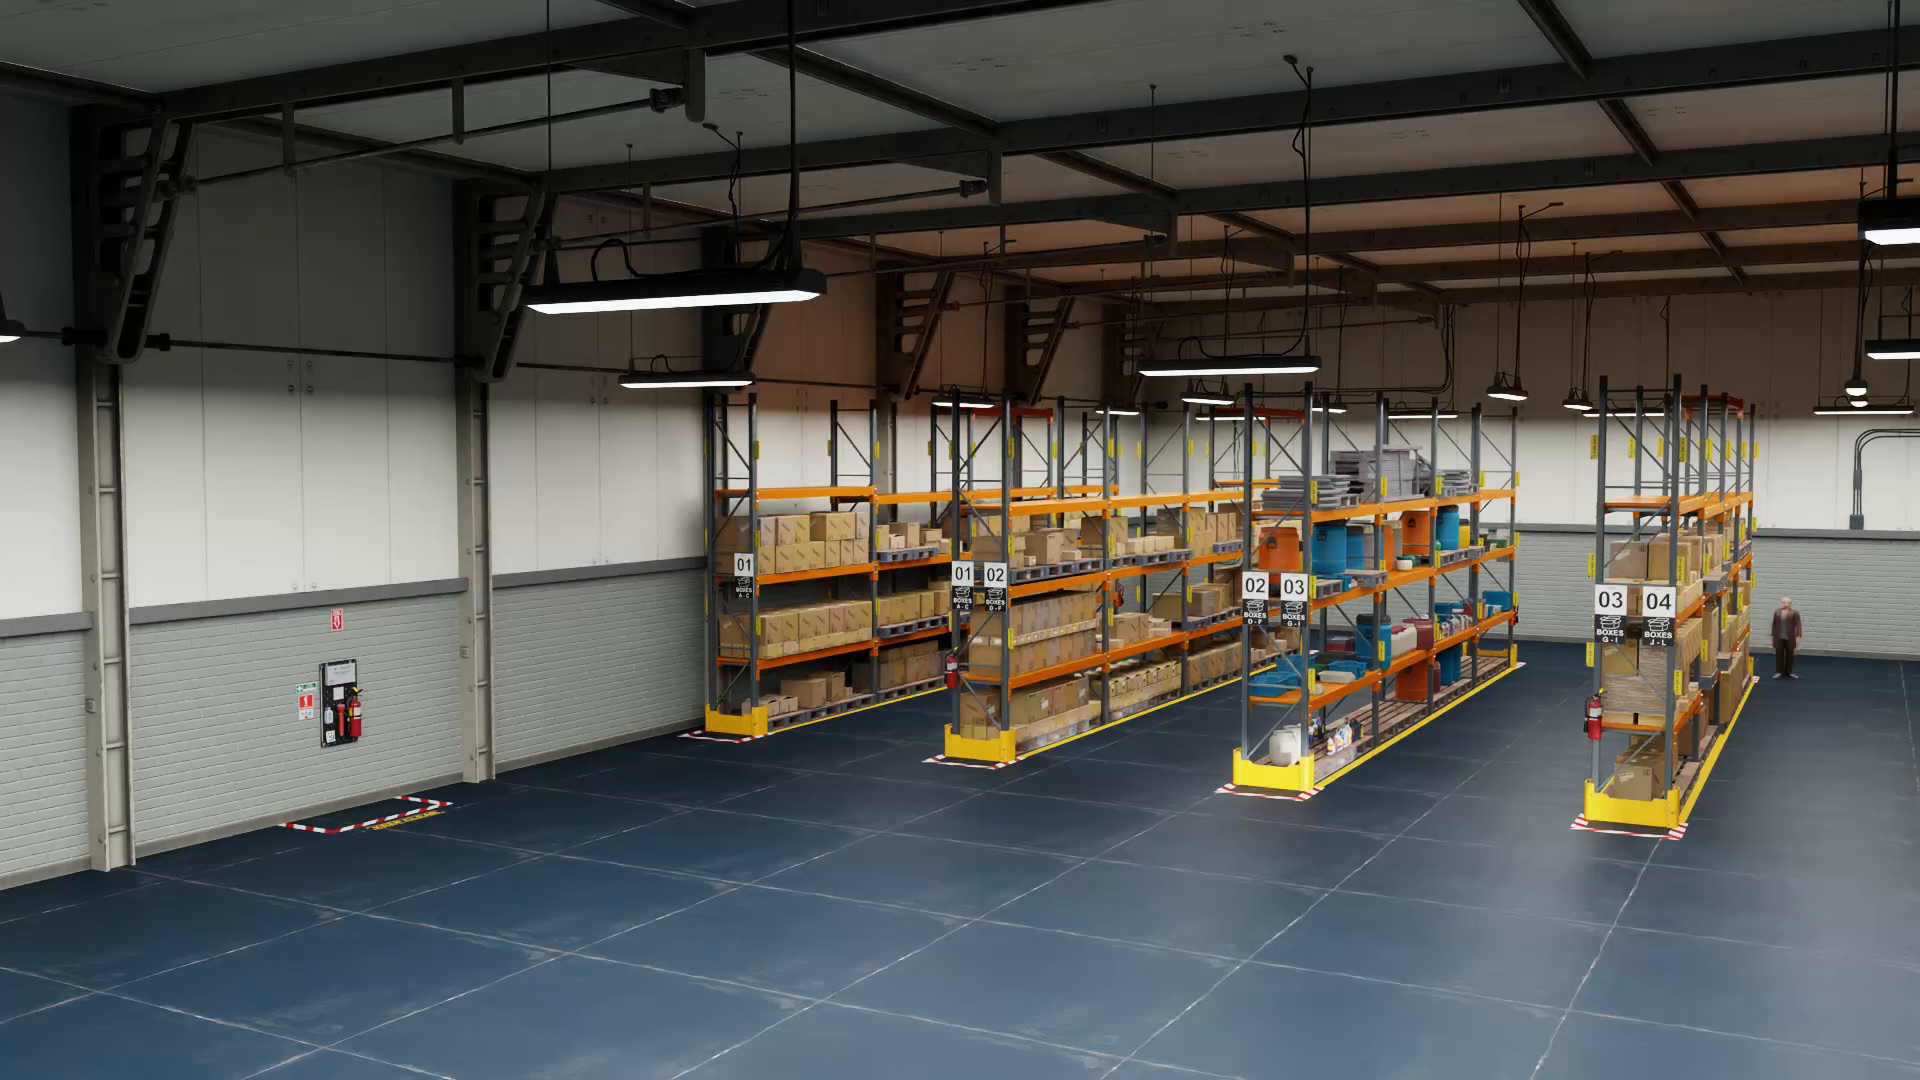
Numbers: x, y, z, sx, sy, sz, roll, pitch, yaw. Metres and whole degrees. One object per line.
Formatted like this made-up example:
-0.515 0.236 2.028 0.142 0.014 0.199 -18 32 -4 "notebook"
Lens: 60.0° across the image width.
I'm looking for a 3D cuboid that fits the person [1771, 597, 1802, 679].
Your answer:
18.097 2.149 36.430 0.662 1.794 0.446 2 4 38 "person"
